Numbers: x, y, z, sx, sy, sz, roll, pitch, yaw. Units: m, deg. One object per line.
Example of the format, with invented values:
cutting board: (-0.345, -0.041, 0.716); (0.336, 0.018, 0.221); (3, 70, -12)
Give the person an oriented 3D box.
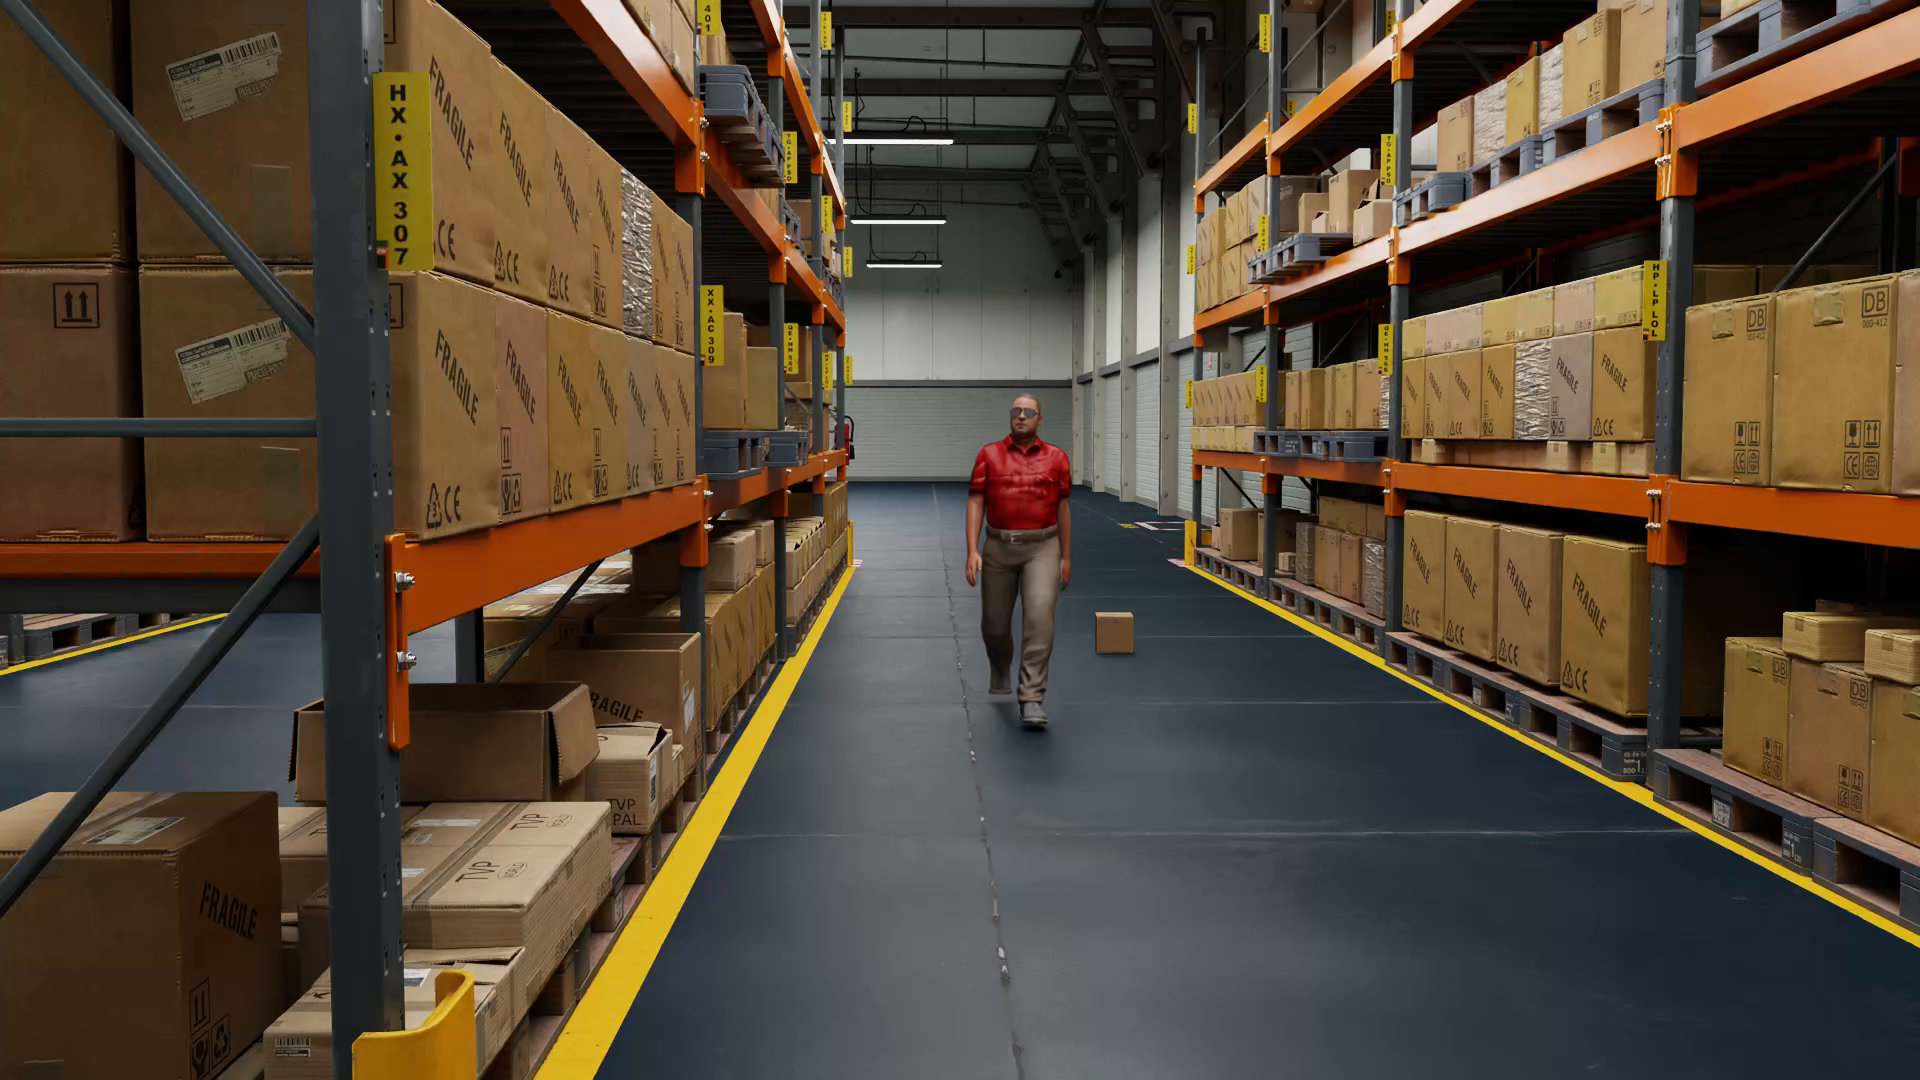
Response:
person: (0.306, 0.075, 8.713); (0.553, 1.670, 0.925); (0, 4, 4)
